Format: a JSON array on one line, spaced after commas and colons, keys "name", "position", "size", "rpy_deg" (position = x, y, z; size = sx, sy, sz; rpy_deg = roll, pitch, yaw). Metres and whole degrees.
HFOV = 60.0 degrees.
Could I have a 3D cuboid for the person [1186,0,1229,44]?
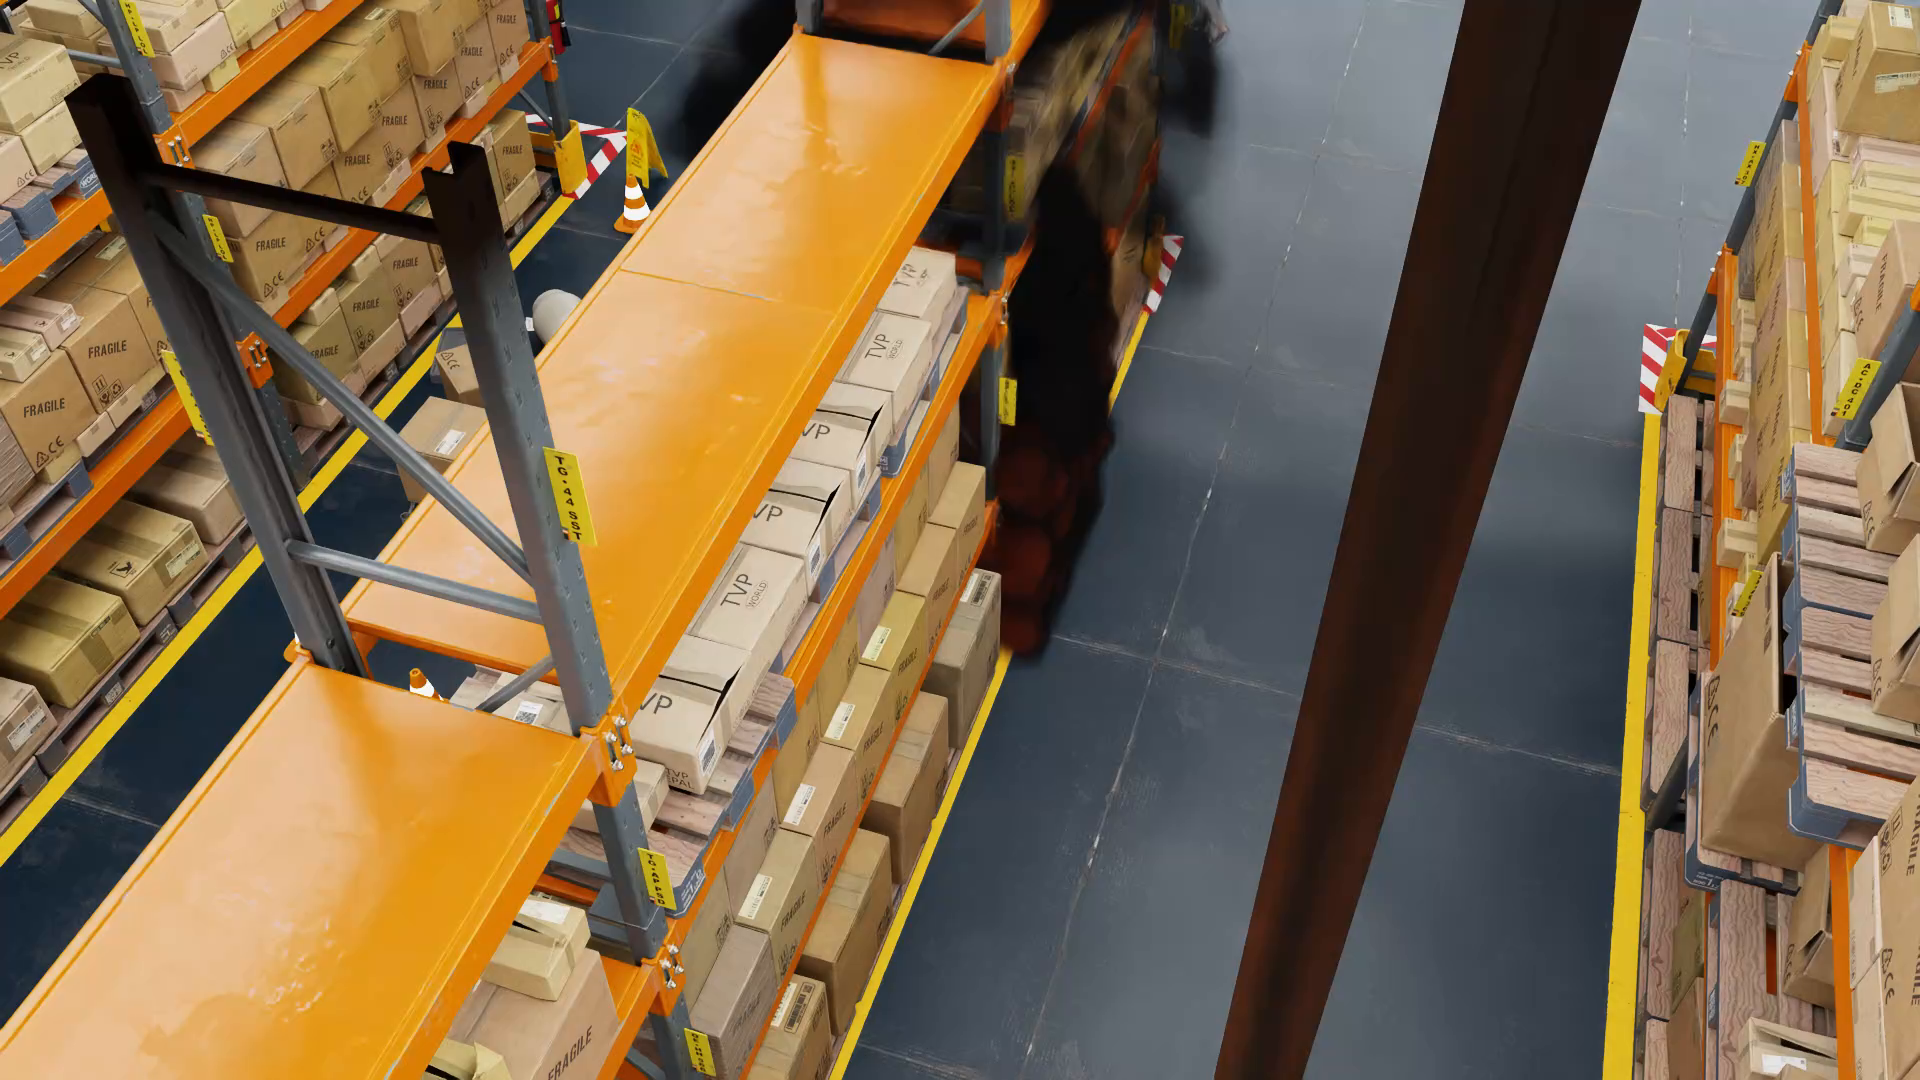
[{"name": "person", "position": [2.367, -5.328, 15.204], "size": [0.585, 1.651, 0.726], "rpy_deg": [-21, 49, -19]}]
